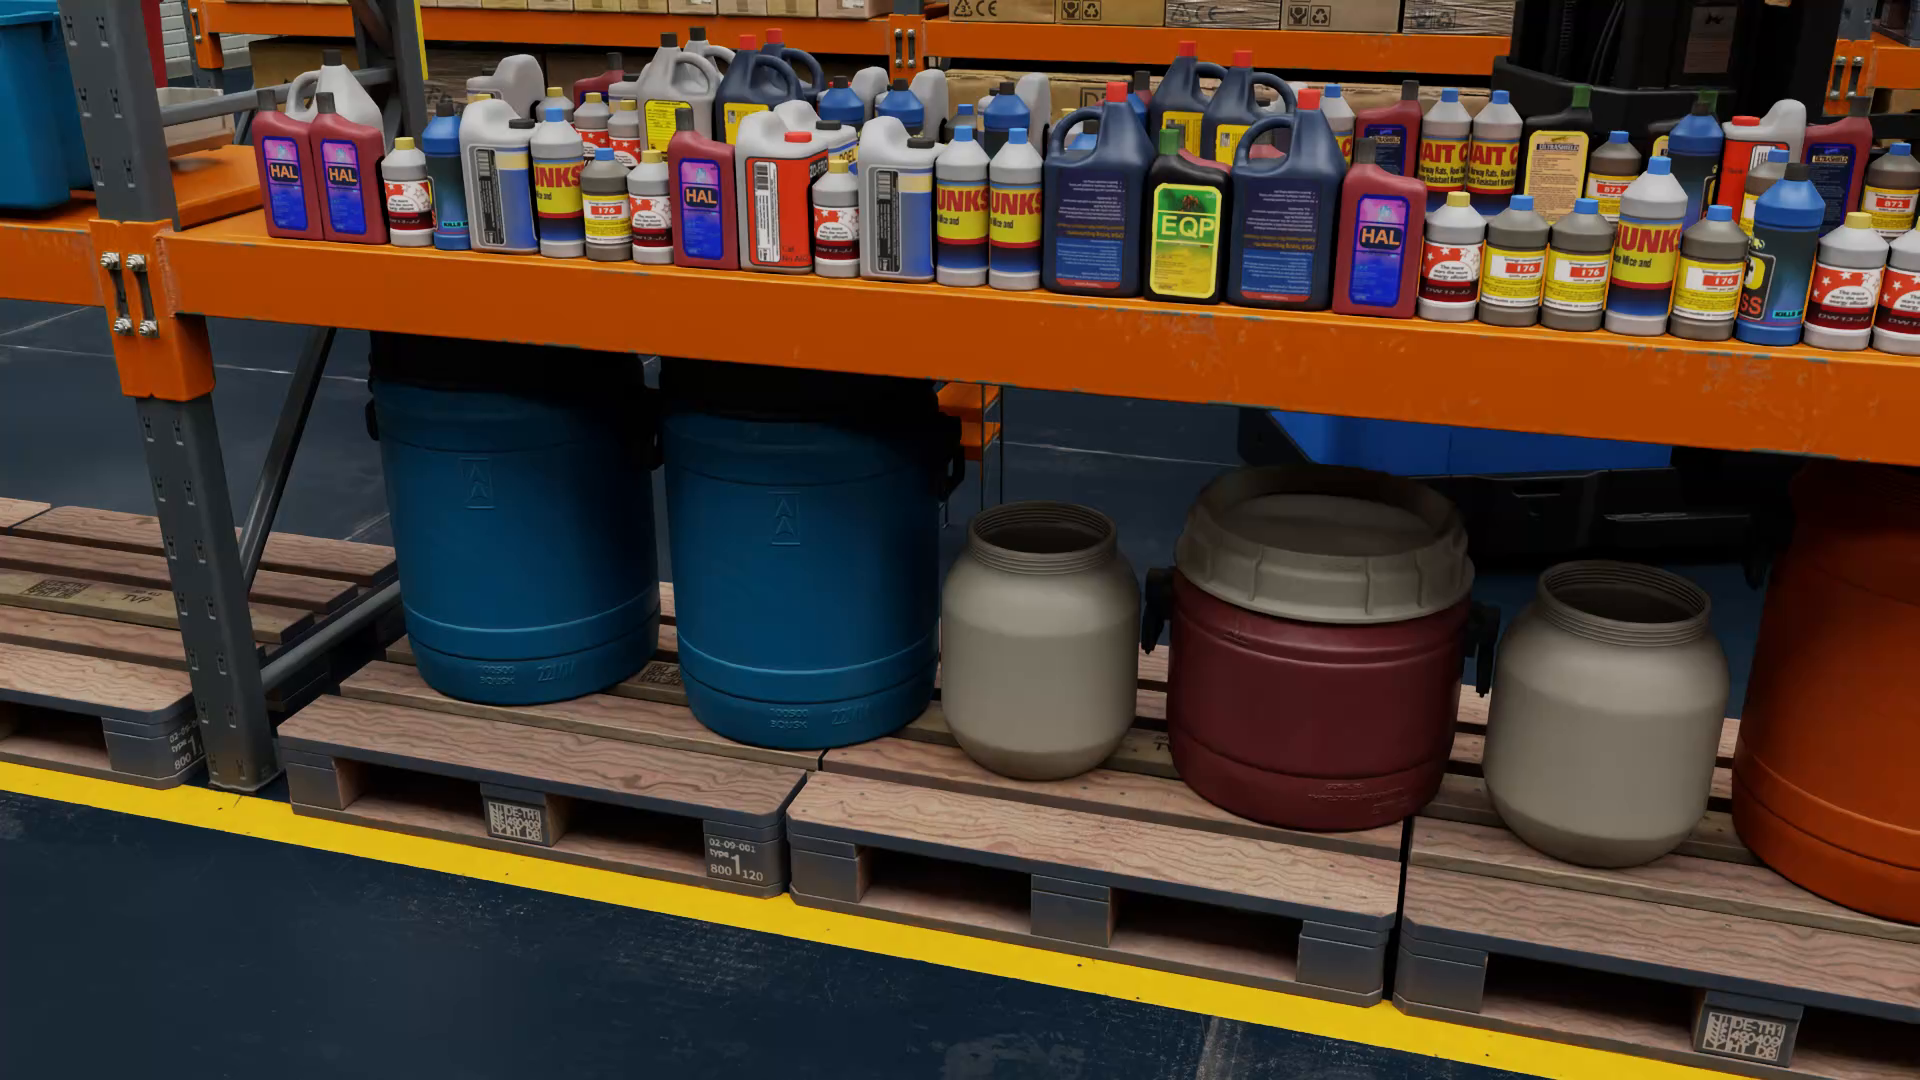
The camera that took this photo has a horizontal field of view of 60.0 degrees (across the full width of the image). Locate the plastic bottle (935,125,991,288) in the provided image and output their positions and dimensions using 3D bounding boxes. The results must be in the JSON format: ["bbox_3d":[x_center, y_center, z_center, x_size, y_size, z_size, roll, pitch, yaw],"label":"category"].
[{"bbox_3d":[0.006,-0.587,2.918,0.097,0.271,0.097,0,22,0],"label":"plastic bottle"}]

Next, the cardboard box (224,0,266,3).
[{"bbox_3d":[-3.693,-2.948,8.836,0.250,0.149,0.380,7,23,16],"label":"cardboard box"}]

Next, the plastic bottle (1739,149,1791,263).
[{"bbox_3d":[1.509,-0.623,3.098,0.097,0.201,0.097,0,22,0],"label":"plastic bottle"}]

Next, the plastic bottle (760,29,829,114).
[{"bbox_3d":[-0.387,-0.960,3.724,0.185,0.351,0.144,7,23,16],"label":"plastic bottle"}]

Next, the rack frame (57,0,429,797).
[{"bbox_3d":[-1.539,-0.985,3.720,0.127,3.000,1.000,7,23,16],"label":"rack frame"}]

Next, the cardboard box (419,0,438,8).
[{"bbox_3d":[-2.709,-2.836,8.563,0.250,0.149,0.380,6,23,14],"label":"cardboard box"}]

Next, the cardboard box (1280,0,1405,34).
[{"bbox_3d":[1.717,-2.525,7.342,0.500,0.500,0.500,7,23,17],"label":"cardboard box"}]

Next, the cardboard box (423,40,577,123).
[{"bbox_3d":[-2.431,-2.294,9.156,0.875,0.875,0.875,7,23,16],"label":"cardboard box"}]

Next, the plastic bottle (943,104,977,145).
[{"bbox_3d":[0.012,-0.855,3.663,0.097,0.201,0.097,0,22,0],"label":"plastic bottle"}]

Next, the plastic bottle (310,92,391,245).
[{"bbox_3d":[-1.183,-0.722,3.230,0.133,0.283,0.061,7,23,16],"label":"plastic bottle"}]

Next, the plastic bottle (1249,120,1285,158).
[{"bbox_3d":[0.551,-0.580,2.886,0.133,0.283,0.061,7,23,16],"label":"plastic bottle"}]

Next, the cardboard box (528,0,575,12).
[{"bbox_3d":[-1.968,-2.752,8.358,0.250,0.149,0.380,7,23,16],"label":"cardboard box"}]

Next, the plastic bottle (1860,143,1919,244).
[{"bbox_3d":[1.773,-0.653,3.172,0.097,0.201,0.097,0,22,0],"label":"plastic bottle"}]

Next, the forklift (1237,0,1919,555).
[{"bbox_3d":[2.523,-1.498,5.059,3.031,2.935,1.130,-2,22,-6],"label":"forklift"}]

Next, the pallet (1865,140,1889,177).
[{"bbox_3d":[5.984,-2.733,11.656,1.213,0.211,1.003,7,23,16],"label":"pallet"}]

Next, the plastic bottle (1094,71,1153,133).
[{"bbox_3d":[0.350,-0.861,3.571,0.133,0.283,0.061,7,23,16],"label":"plastic bottle"}]

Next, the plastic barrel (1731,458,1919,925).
[{"bbox_3d":[1.817,0.215,3.098,0.708,0.830,0.600,7,23,16],"label":"plastic barrel"}]

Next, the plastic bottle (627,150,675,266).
[{"bbox_3d":[-0.566,-0.620,3.091,0.097,0.201,0.097,0,22,0],"label":"plastic bottle"}]

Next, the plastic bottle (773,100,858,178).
[{"bbox_3d":[-0.275,-0.693,3.169,0.135,0.276,0.152,7,23,16],"label":"plastic bottle"}]

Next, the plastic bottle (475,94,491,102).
[{"bbox_3d":[-1.086,-0.920,3.823,0.097,0.201,0.097,0,22,0],"label":"plastic bottle"}]

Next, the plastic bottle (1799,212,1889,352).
[{"bbox_3d":[1.361,-0.400,2.553,0.097,0.201,0.097,0,22,0],"label":"plastic bottle"}]

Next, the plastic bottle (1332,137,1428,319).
[{"bbox_3d":[0.686,-0.507,2.708,0.133,0.283,0.061,7,23,16],"label":"plastic bottle"}]

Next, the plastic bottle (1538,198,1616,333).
[{"bbox_3d":[0.988,-0.442,2.657,0.097,0.201,0.097,0,22,0],"label":"plastic bottle"}]

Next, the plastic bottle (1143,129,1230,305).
[{"bbox_3d":[0.381,-0.542,2.794,0.133,0.283,0.061,7,23,16],"label":"plastic bottle"}]

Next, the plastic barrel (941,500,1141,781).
[{"bbox_3d":[0.170,0.209,3.532,0.421,0.512,0.421,0,22,0],"label":"plastic barrel"}]

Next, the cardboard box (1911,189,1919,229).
[{"bbox_3d":[4.369,-1.327,7.267,0.500,0.500,0.700,5,23,13],"label":"cardboard box"}]

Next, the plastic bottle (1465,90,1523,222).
[{"bbox_3d":[1.075,-0.765,3.353,0.097,0.271,0.097,0,22,0],"label":"plastic bottle"}]

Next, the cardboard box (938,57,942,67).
[{"bbox_3d":[-0.003,-3.762,12.908,0.250,0.149,0.380,5,23,13],"label":"cardboard box"}]

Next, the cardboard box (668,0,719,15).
[{"bbox_3d":[-1.233,-2.668,8.152,0.250,0.149,0.380,7,23,17],"label":"cardboard box"}]

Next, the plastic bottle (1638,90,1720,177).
[{"bbox_3d":[1.412,-0.740,3.275,0.133,0.283,0.061,7,23,16],"label":"plastic bottle"}]

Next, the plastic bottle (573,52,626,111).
[{"bbox_3d":[-0.833,-0.997,3.901,0.133,0.283,0.061,7,23,16],"label":"plastic bottle"}]

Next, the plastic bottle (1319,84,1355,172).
[{"bbox_3d":[0.761,-0.801,3.441,0.097,0.271,0.097,0,22,0],"label":"plastic bottle"}]

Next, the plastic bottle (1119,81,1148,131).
[{"bbox_3d":[0.344,-0.825,3.498,0.097,0.271,0.097,0,22,0],"label":"plastic bottle"}]

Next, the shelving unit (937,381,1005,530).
[{"bbox_3d":[0.014,-0.554,5.038,0.189,1.200,0.258,7,23,16],"label":"shelving unit"}]

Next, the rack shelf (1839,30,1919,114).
[{"bbox_3d":[5.636,-1.794,6.640,4.000,0.370,1.077,7,23,16],"label":"rack shelf"}]

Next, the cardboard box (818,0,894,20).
[{"bbox_3d":[-0.495,-2.583,7.946,0.250,0.149,0.380,7,23,16],"label":"cardboard box"}]

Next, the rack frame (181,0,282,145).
[{"bbox_3d":[-3.938,-3.223,9.176,0.127,3.000,1.000,7,23,16],"label":"rack frame"}]

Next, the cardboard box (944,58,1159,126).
[{"bbox_3d":[0.510,-1.933,8.277,0.875,0.875,1.225,7,23,16],"label":"cardboard box"}]

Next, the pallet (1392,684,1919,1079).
[{"bbox_3d":[1.524,0.672,3.354,1.213,0.211,1.003,7,23,16],"label":"pallet"}]

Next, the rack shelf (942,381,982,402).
[{"bbox_3d":[0.014,-0.512,5.055,0.180,0.103,0.258,7,23,16],"label":"rack shelf"}]

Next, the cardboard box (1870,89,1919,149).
[{"bbox_3d":[6.646,-3.097,11.278,0.750,0.750,1.050,7,23,16],"label":"cardboard box"}]

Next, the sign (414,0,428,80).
[{"bbox_3d":[-1.378,-1.313,4.154,0.005,0.325,0.100,7,23,16],"label":"sign"}]

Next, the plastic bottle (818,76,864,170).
[{"bbox_3d":[-0.254,-0.857,3.577,0.097,0.271,0.097,0,22,0],"label":"plastic bottle"}]

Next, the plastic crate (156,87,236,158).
[{"bbox_3d":[-1.943,-0.994,4.009,0.243,0.136,0.396,7,23,16],"label":"plastic crate"}]

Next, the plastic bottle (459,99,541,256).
[{"bbox_3d":[-0.855,-0.699,3.184,0.135,0.276,0.152,7,23,16],"label":"plastic bottle"}]

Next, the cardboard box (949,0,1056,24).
[{"bbox_3d":[0.260,-2.690,7.743,0.500,0.500,0.500,7,23,16],"label":"cardboard box"}]
